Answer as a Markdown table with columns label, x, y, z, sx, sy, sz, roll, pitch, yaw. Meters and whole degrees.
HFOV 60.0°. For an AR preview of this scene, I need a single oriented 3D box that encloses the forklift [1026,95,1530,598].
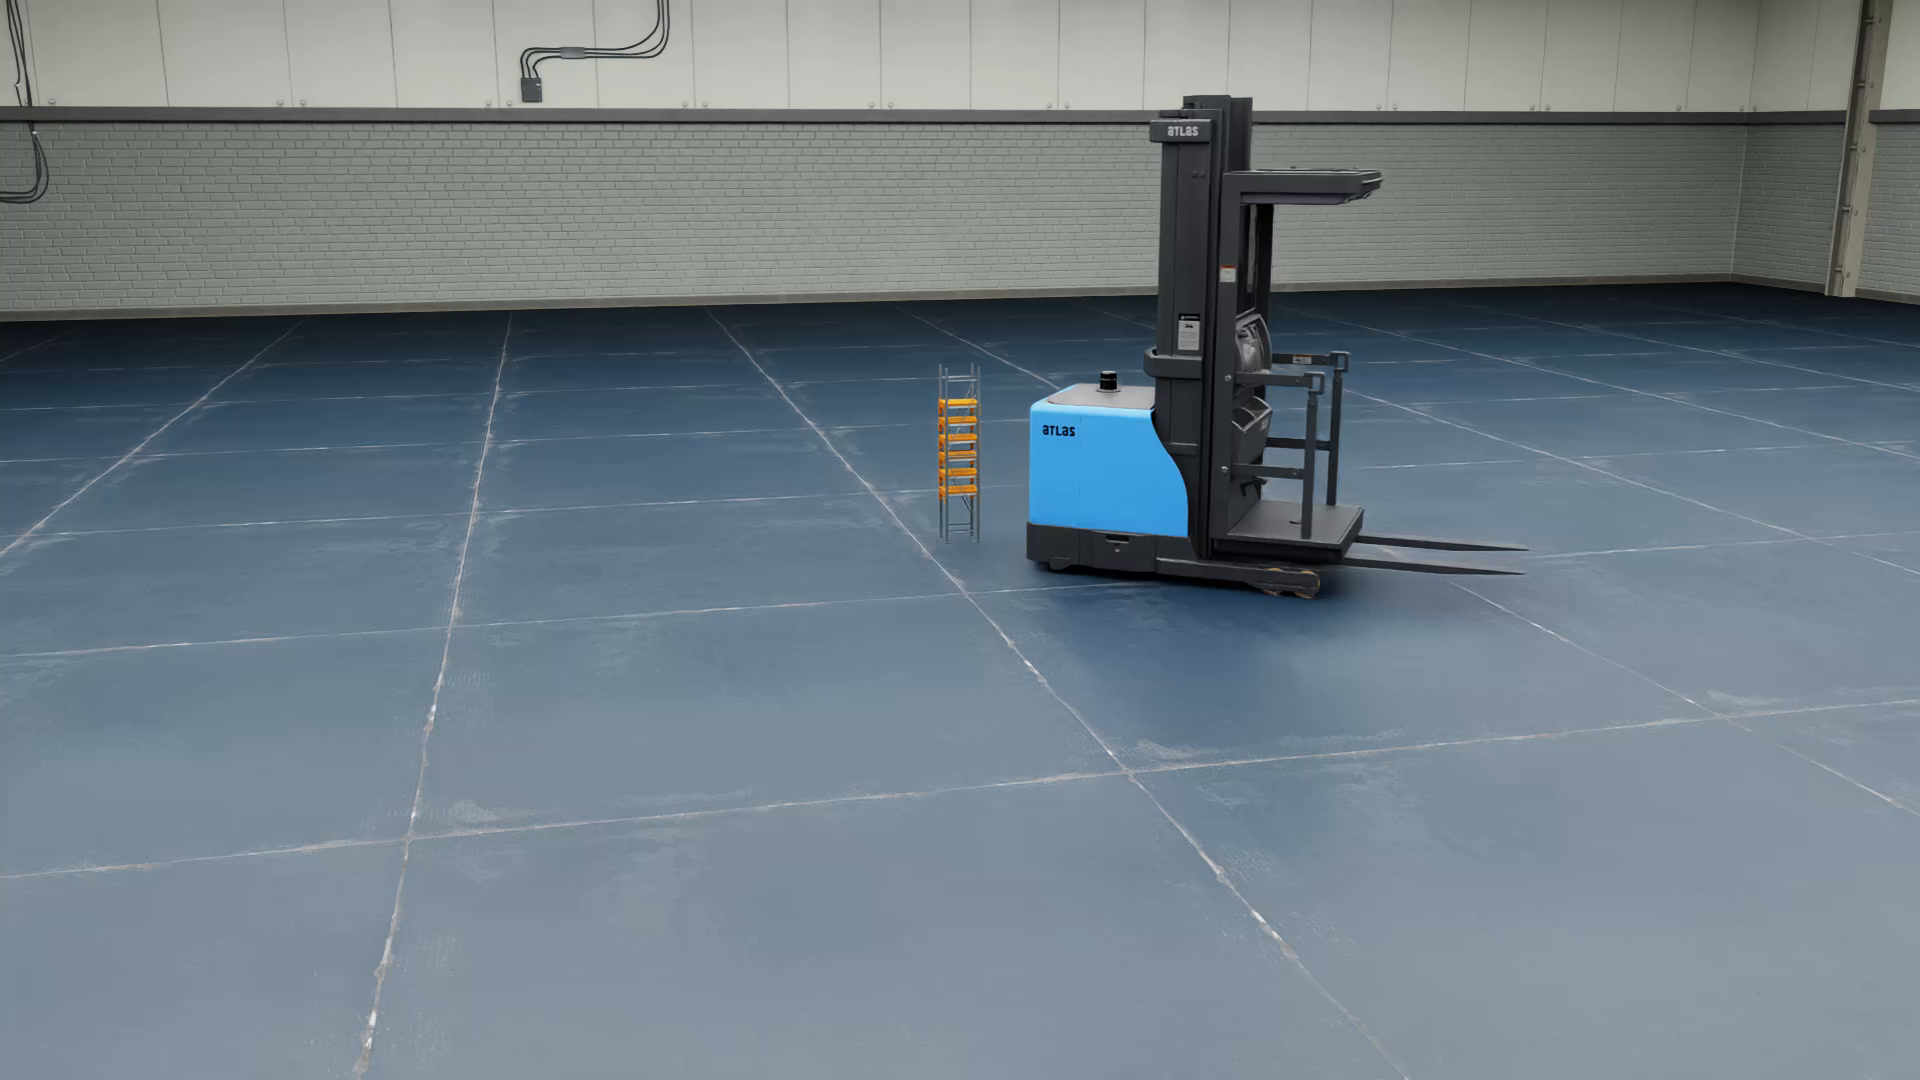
| label | x | y | z | sx | sy | sz | roll | pitch | yaw |
| --- | --- | --- | --- | --- | --- | --- | --- | --- | --- |
| forklift | 1.997 | -1.216 | 10.227 | 3.031 | 2.935 | 1.130 | 5 | 15 | 20 |

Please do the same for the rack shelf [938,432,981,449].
| label | x | y | z | sx | sy | sz | roll | pitch | yaw |
| --- | --- | --- | --- | --- | --- | --- | --- | --- | --- |
| rack shelf | -0.003 | -0.660 | 11.280 | 0.258 | 0.103 | 0.180 | -3 | 14 | -13 |

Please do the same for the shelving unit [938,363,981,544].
| label | x | y | z | sx | sy | sz | roll | pitch | yaw |
| --- | --- | --- | --- | --- | --- | --- | --- | --- | --- |
| shelving unit | -0.003 | -0.586 | 11.298 | 0.258 | 1.200 | 0.189 | -3 | 14 | -13 |

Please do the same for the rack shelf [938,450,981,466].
| label | x | y | z | sx | sy | sz | roll | pitch | yaw |
| --- | --- | --- | --- | --- | --- | --- | --- | --- | --- |
| rack shelf | -0.003 | -0.543 | 11.309 | 0.258 | 0.103 | 0.180 | -3 | 14 | -13 |

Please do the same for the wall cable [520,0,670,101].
| label | x | y | z | sx | sy | sz | roll | pitch | yaw |
| --- | --- | --- | --- | --- | --- | --- | --- | --- | --- |
| wall cable | -5.638 | -9.751 | 25.212 | 2.305 | 6.003 | 0.169 | -3 | 14 | -13 |

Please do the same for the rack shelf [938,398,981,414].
| label | x | y | z | sx | sy | sz | roll | pitch | yaw |
| --- | --- | --- | --- | --- | --- | --- | --- | --- | --- |
| rack shelf | -0.003 | -0.893 | 11.223 | 0.258 | 0.103 | 0.180 | -3 | 14 | -13 |

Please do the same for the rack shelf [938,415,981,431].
| label | x | y | z | sx | sy | sz | roll | pitch | yaw |
| --- | --- | --- | --- | --- | --- | --- | --- | --- | --- |
| rack shelf | -0.003 | -0.776 | 11.252 | 0.258 | 0.103 | 0.180 | -3 | 14 | -13 |

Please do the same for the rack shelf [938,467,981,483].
| label | x | y | z | sx | sy | sz | roll | pitch | yaw |
| --- | --- | --- | --- | --- | --- | --- | --- | --- | --- |
| rack shelf | -0.003 | -0.426 | 11.337 | 0.258 | 0.103 | 0.180 | -3 | 14 | -13 |

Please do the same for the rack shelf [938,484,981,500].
| label | x | y | z | sx | sy | sz | roll | pitch | yaw |
| --- | --- | --- | --- | --- | --- | --- | --- | --- | --- |
| rack shelf | -0.003 | -0.310 | 11.366 | 0.258 | 0.103 | 0.180 | -3 | 14 | -13 |

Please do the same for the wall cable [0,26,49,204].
| label | x | y | z | sx | sy | sz | roll | pitch | yaw |
| --- | --- | --- | --- | --- | --- | --- | --- | --- | --- |
| wall cable | -14.869 | -6.065 | 23.833 | 3.097 | 2.526 | 0.112 | -3 | 14 | -13 |

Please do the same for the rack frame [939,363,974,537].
| label | x | y | z | sx | sy | sz | roll | pitch | yaw |
| --- | --- | --- | --- | --- | --- | --- | --- | --- | --- |
| rack frame | -0.025 | -0.607 | 11.385 | 0.240 | 1.200 | 0.006 | -3 | 14 | -13 |

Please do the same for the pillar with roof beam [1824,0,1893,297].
| label | x | y | z | sx | sy | sz | roll | pitch | yaw |
| --- | --- | --- | --- | --- | --- | --- | --- | --- | --- |
| pillar with roof beam | 10.972 | -8.336 | 26.586 | 9.100 | 9.000 | 0.400 | -3 | 14 | -13 |

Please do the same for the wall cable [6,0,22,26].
| label | x | y | z | sx | sy | sz | roll | pitch | yaw |
| --- | --- | --- | --- | --- | --- | --- | --- | --- | --- |
| wall cable | -12.240 | -8.669 | 23.851 | 3.097 | 2.526 | 0.112 | -3 | 14 | -13 |

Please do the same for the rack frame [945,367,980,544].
| label | x | y | z | sx | sy | sz | roll | pitch | yaw |
| --- | --- | --- | --- | --- | --- | --- | --- | --- | --- |
| rack frame | 0.018 | -0.565 | 11.212 | 0.240 | 1.200 | 0.006 | -3 | 14 | -13 |
